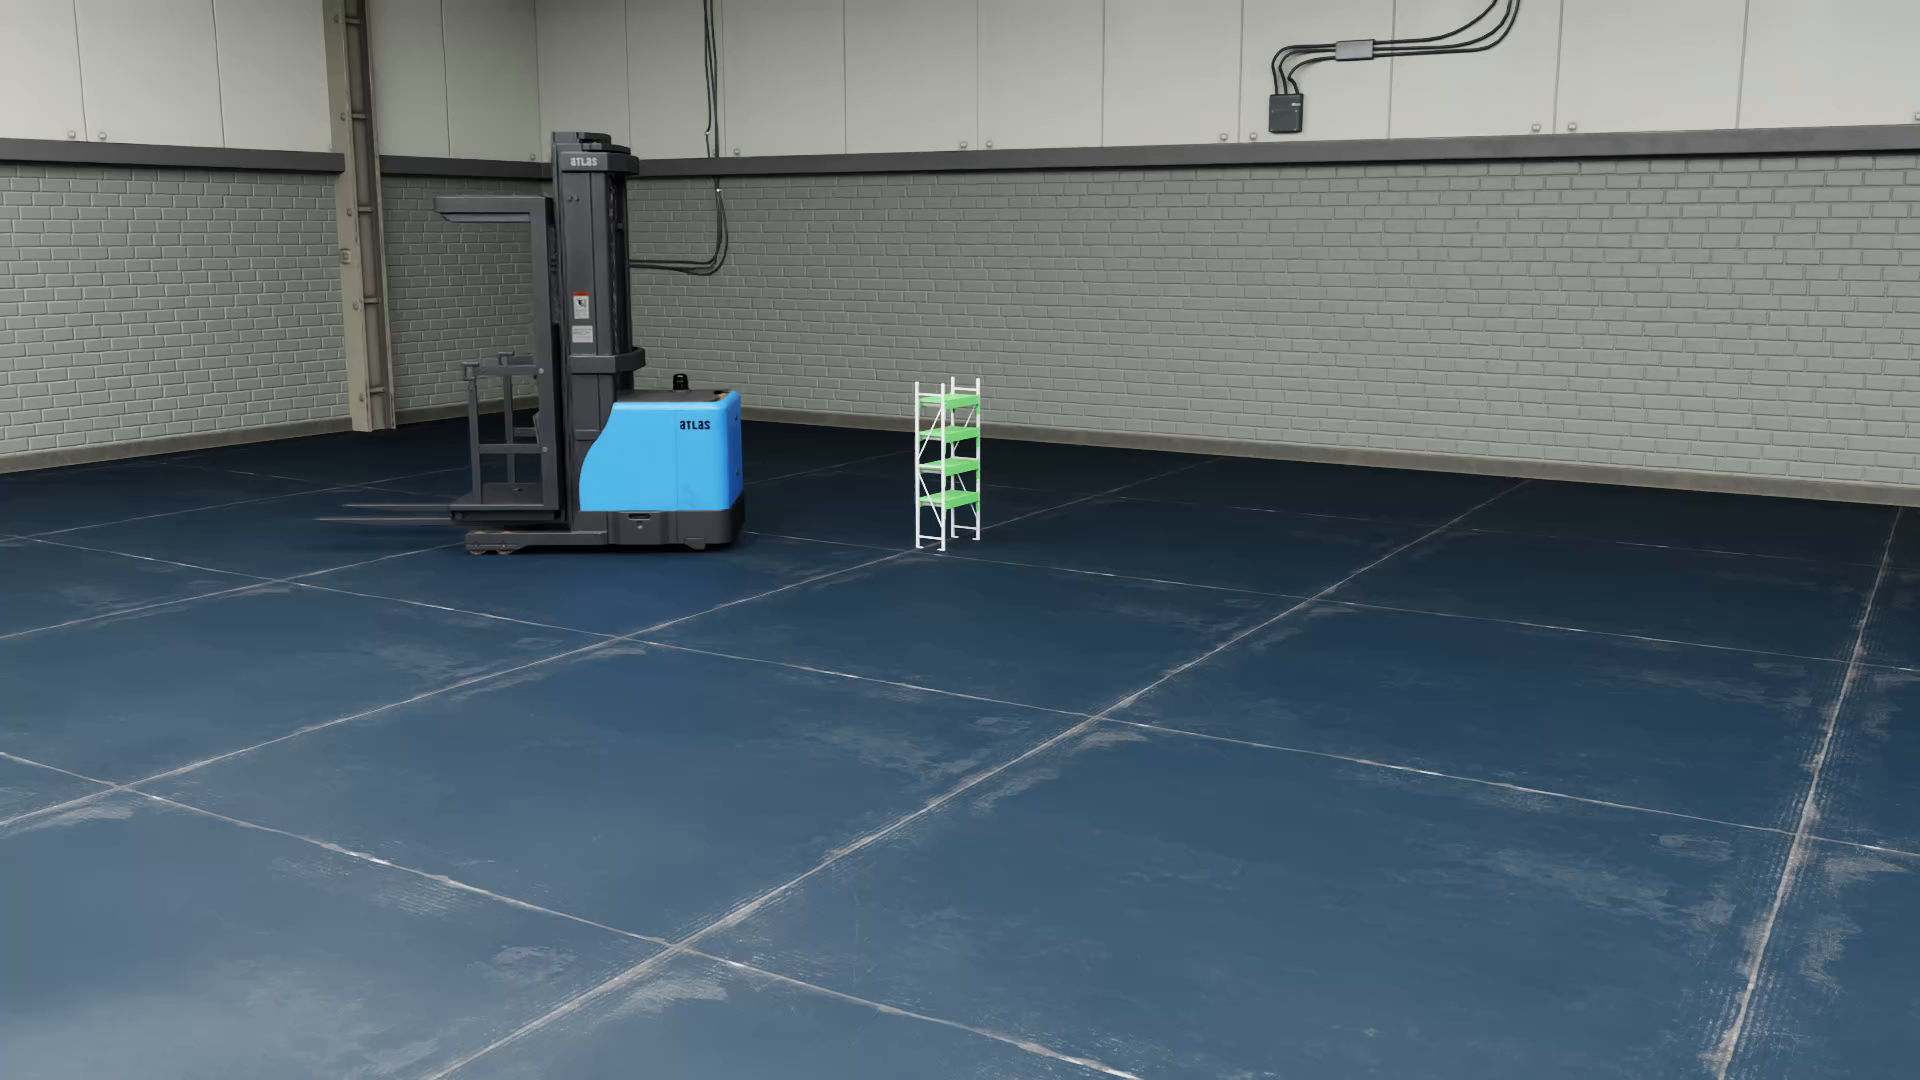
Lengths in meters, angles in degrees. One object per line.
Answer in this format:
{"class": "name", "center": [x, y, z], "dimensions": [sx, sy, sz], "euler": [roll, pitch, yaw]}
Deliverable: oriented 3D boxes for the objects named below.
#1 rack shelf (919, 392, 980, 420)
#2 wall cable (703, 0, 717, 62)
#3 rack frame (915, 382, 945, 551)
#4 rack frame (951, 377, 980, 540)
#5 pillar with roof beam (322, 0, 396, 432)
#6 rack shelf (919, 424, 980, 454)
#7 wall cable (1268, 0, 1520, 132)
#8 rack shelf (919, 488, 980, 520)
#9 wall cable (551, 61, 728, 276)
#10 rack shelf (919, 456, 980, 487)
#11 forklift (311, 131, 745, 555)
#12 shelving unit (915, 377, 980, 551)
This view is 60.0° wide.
{"class": "rack shelf", "center": [-0.086, -0.973, 12.043], "dimensions": [0.258, 0.148, 0.480], "euler": [6, 12, 31]}
{"class": "wall cable", "center": [-1.801, -6.738, 18.621], "dimensions": [3.097, 2.526, 0.112], "euler": [6, 12, 31]}
{"class": "rack frame", "center": [-0.213, -0.525, 11.914], "dimensions": [0.240, 1.200, 0.015], "euler": [6, 12, 31]}
{"class": "rack frame", "center": [0.041, -0.602, 12.324], "dimensions": [0.240, 1.200, 0.015], "euler": [6, 12, 31]}
{"class": "pillar with roof beam", "center": [-3.093, -5.292, 16.184], "dimensions": [9.100, 9.000, 0.400], "euler": [6, 12, 31]}
{"class": "rack shelf", "center": [-0.086, -0.737, 12.087], "dimensions": [0.258, 0.148, 0.480], "euler": [6, 12, 31]}
{"class": "wall cable", "center": [3.993, -6.803, 15.010], "dimensions": [2.305, 6.003, 0.169], "euler": [6, 12, 31]}
{"class": "rack shelf", "center": [-0.086, -0.265, 12.175], "dimensions": [0.258, 0.148, 0.480], "euler": [6, 12, 31]}
{"class": "wall cable", "center": [-4.113, -4.514, 20.466], "dimensions": [3.097, 2.526, 0.112], "euler": [6, 12, 31]}
{"class": "rack shelf", "center": [-0.086, -0.501, 12.131], "dimensions": [0.258, 0.148, 0.480], "euler": [6, 12, 31]}
{"class": "forklift", "center": [-3.155, -1.434, 12.065], "dimensions": [3.031, 2.935, 1.130], "euler": [0, 11, -1]}
{"class": "shelving unit", "center": [-0.086, -0.564, 12.119], "dimensions": [0.258, 1.200, 0.503], "euler": [6, 12, 31]}
